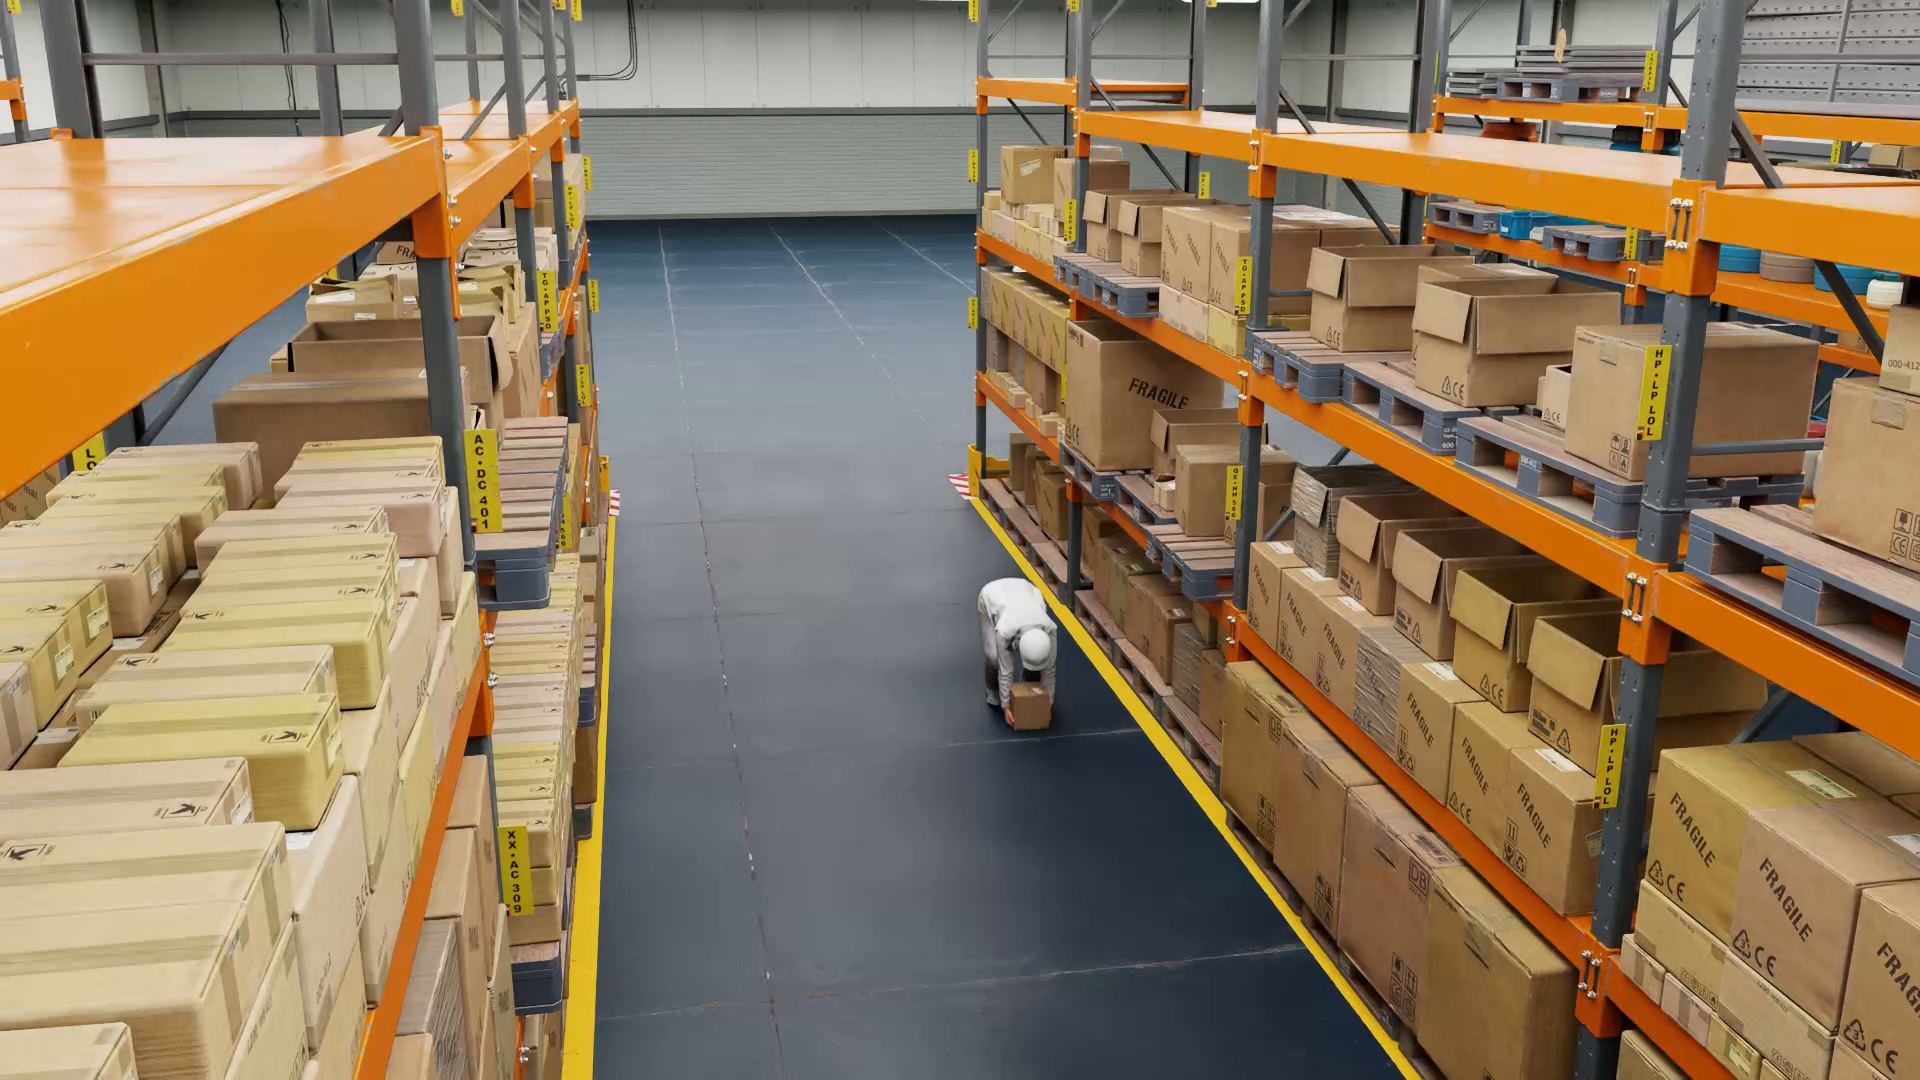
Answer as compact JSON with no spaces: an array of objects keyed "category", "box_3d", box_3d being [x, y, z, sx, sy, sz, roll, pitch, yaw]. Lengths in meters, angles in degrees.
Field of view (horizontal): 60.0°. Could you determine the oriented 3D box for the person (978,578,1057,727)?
[{"category":"person","box_3d":[0.435,0.783,11.858,0.520,0.916,1.001,-4,17,-13]}]
